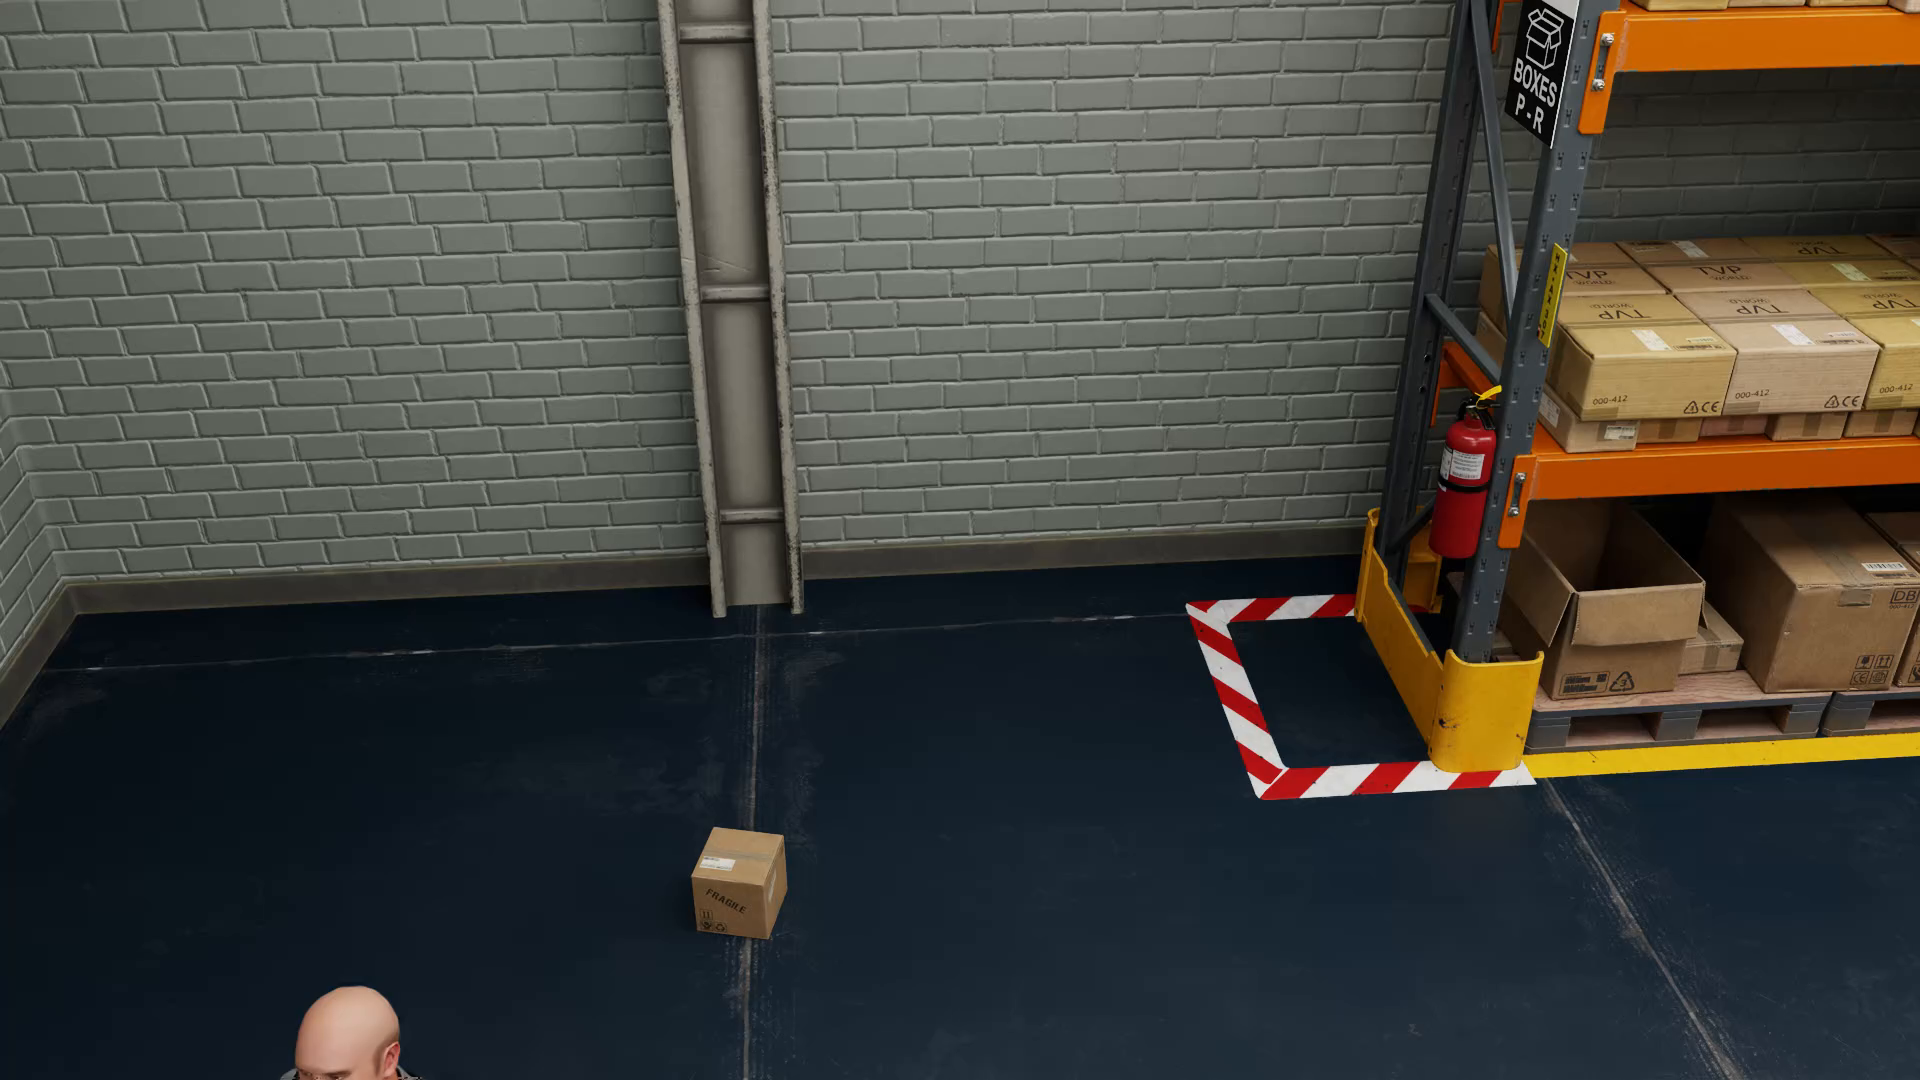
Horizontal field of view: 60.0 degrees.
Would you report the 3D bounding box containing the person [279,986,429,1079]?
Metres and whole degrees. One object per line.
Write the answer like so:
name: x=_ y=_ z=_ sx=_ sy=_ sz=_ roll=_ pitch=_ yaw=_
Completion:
person: x=-1.144 y=1.642 z=3.443 sx=0.553 sy=1.638 sz=0.470 roll=9 pitch=32 yaw=14
